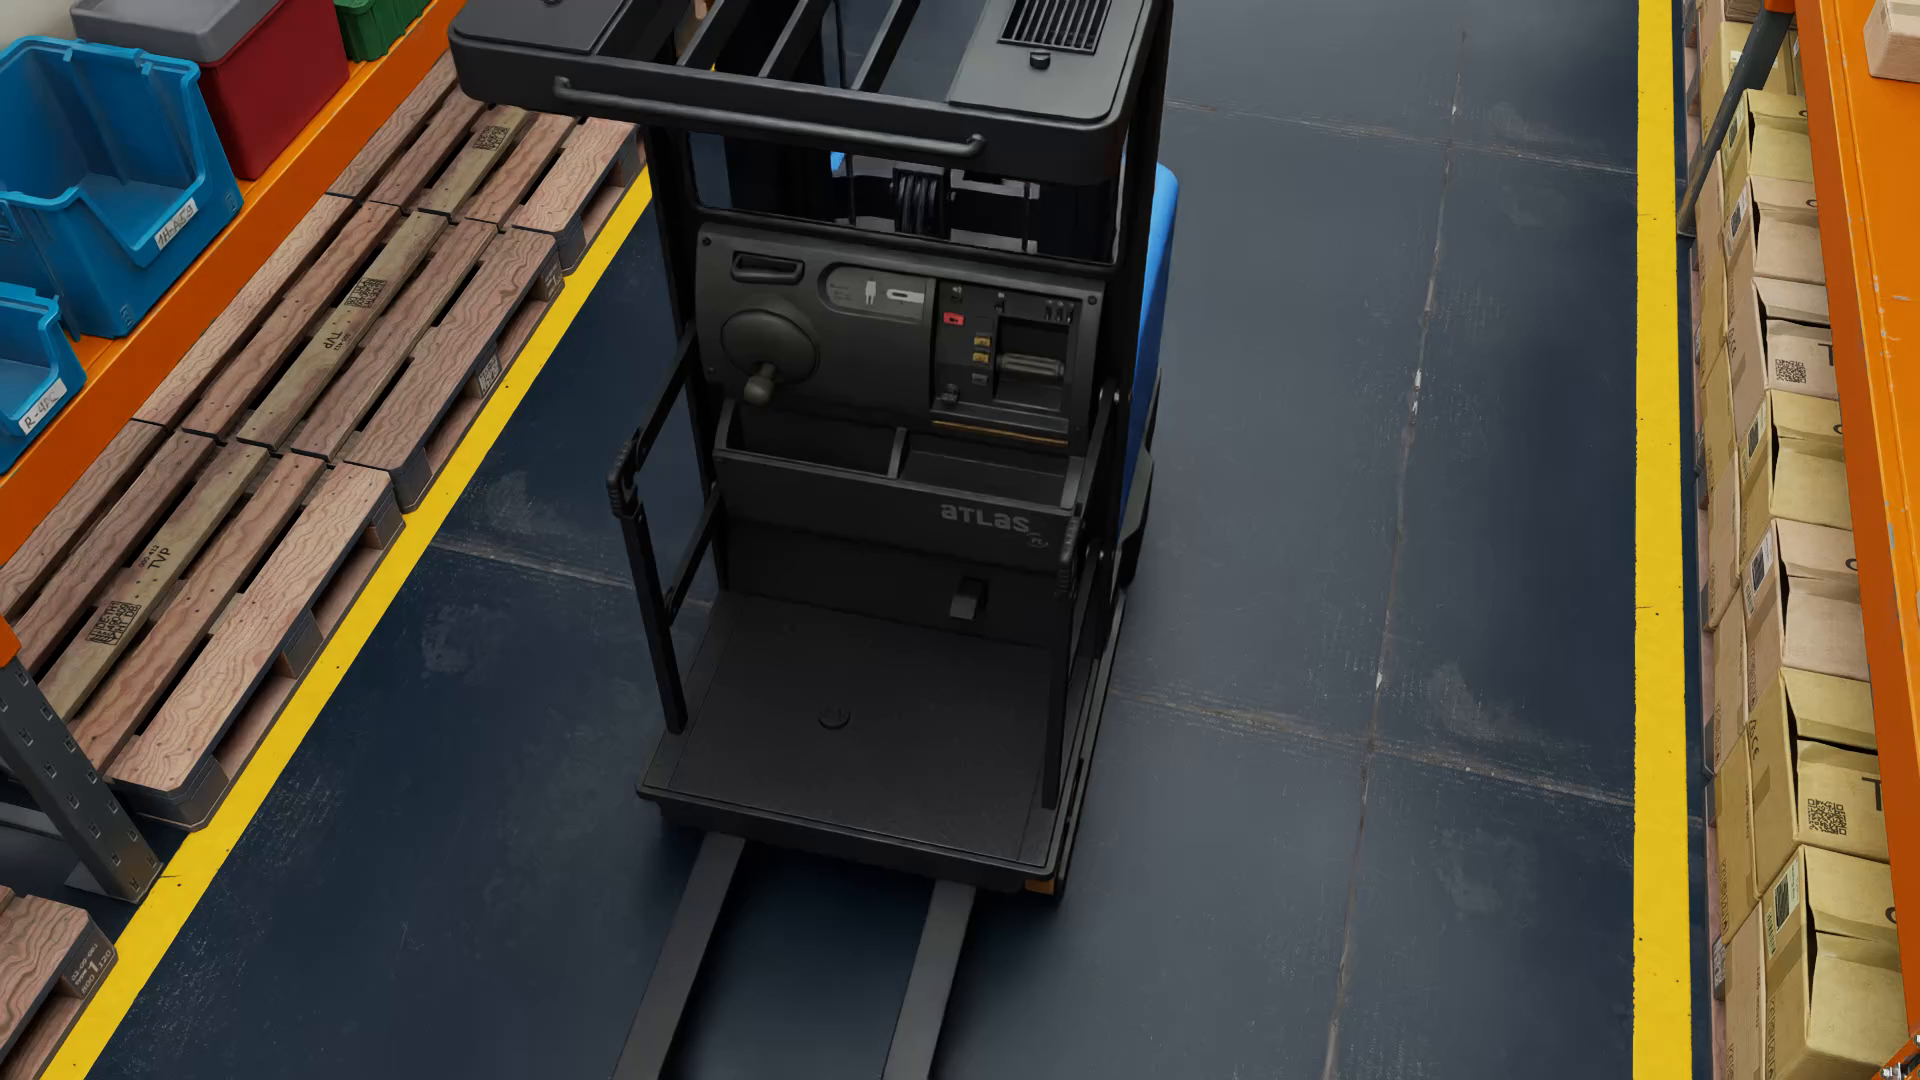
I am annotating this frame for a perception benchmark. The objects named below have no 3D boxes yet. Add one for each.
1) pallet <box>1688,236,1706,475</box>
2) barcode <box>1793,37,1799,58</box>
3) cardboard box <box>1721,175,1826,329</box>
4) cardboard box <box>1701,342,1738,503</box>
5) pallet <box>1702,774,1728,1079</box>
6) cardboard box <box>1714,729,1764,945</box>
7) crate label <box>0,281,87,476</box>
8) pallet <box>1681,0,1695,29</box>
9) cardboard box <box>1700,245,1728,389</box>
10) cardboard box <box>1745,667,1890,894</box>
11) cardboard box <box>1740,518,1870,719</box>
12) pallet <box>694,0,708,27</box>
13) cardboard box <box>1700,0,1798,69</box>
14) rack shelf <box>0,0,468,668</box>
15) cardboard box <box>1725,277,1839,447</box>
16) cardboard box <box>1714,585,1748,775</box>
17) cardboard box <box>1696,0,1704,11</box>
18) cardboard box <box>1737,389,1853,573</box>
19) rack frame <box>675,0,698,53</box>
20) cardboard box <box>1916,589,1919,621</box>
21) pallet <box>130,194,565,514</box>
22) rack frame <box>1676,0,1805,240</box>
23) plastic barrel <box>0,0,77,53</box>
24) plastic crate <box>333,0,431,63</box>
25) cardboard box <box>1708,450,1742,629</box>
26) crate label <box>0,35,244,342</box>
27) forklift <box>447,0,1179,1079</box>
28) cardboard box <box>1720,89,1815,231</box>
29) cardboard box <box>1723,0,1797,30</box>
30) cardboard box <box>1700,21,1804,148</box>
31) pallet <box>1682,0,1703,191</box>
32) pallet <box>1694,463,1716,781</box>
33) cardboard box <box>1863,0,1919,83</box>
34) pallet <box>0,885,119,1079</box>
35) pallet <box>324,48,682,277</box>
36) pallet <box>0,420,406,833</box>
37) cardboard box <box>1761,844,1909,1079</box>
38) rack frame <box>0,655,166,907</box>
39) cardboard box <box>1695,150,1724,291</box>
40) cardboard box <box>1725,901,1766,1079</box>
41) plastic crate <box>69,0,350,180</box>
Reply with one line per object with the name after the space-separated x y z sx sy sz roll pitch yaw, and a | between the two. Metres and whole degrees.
3.038 -0.618 5.655 1.003 0.211 1.213 12 50 10 | pallet
2.725 -1.615 5.408 0.001 0.075 0.075 12 50 10 | barcode
2.708 -0.885 5.210 0.500 0.311 0.500 11 49 10 | cardboard box
2.579 -0.323 5.088 0.500 0.250 0.500 10 49 9 | cardboard box
2.395 1.147 4.097 1.003 0.211 1.213 12 50 10 | pallet
2.176 0.781 4.114 0.500 0.250 0.500 11 49 10 | cardboard box
-2.164 -0.344 3.664 0.303 0.233 0.416 12 50 10 | crate label
3.763 -2.611 7.413 1.003 0.211 1.213 12 50 10 | pallet
2.713 -0.698 5.419 0.500 0.250 0.500 13 50 11 | cardboard box
2.172 0.593 3.906 0.500 0.311 0.500 11 49 9 | cardboard box
2.307 0.228 4.228 0.500 0.311 0.500 11 50 10 | cardboard box
-1.367 -2.616 7.418 1.003 0.211 1.213 12 50 10 | pallet
3.246 -2.049 6.611 0.500 0.250 0.500 12 50 10 | cardboard box
-2.110 -1.377 4.944 1.077 0.370 4.000 12 50 10 | rack shelf
2.573 -0.511 4.880 0.500 0.311 0.500 10 49 9 | cardboard box
2.312 0.418 4.435 0.500 0.250 0.500 13 50 11 | cardboard box
3.364 -2.413 6.933 0.500 0.250 0.500 12 50 10 | cardboard box
2.441 -0.134 4.547 0.500 0.311 0.500 13 50 11 | cardboard box
-1.584 -3.061 5.951 1.000 3.000 0.127 12 50 10 | rack frame
2.111 0.190 3.249 0.380 0.149 0.250 12 50 10 | cardboard box
-2.072 -0.678 5.707 1.003 0.211 1.213 12 50 10 | pallet
3.194 -2.081 5.086 1.000 3.000 0.127 12 50 10 | rack frame
-2.461 -1.296 4.319 0.421 0.512 0.421 0 49 0 | plastic barrel
-1.770 -1.676 4.870 0.450 0.188 0.662 12 50 10 | plastic crate
2.444 0.045 4.764 0.500 0.250 0.500 12 50 11 | cardboard box
-2.114 -0.845 3.972 0.502 0.435 0.616 12 50 10 | crate label
-0.194 -0.354 3.608 1.130 2.935 3.031 10 49 9 | forklift
2.845 -1.246 5.529 0.500 0.311 0.500 12 50 10 | cardboard box
3.248 -2.296 6.330 0.500 0.500 0.500 12 50 10 | cardboard box
3.105 -1.689 6.294 0.500 0.250 0.500 12 50 10 | cardboard box
3.444 -1.726 6.632 1.003 0.211 1.213 12 50 10 | pallet
2.718 0.267 4.873 1.003 0.211 1.213 12 50 10 | pallet
2.763 -1.398 4.650 0.380 0.149 0.250 12 50 10 | cardboard box
-2.804 1.333 3.933 1.003 0.211 1.213 12 50 10 | pallet
-1.753 -1.563 6.489 1.003 0.211 1.213 12 50 10 | pallet
-2.395 0.202 4.931 1.003 0.211 1.213 12 50 10 | pallet
2.041 0.970 3.573 0.500 0.311 0.500 13 50 11 | cardboard box
-2.637 -0.168 3.398 1.000 3.000 0.127 12 50 10 | rack frame
2.849 -1.068 5.745 0.500 0.250 0.500 10 49 9 | cardboard box
2.044 1.154 3.785 0.500 0.250 0.500 13 50 11 | cardboard box
-1.916 -1.298 4.352 0.402 0.464 0.583 12 50 10 | plastic crate
